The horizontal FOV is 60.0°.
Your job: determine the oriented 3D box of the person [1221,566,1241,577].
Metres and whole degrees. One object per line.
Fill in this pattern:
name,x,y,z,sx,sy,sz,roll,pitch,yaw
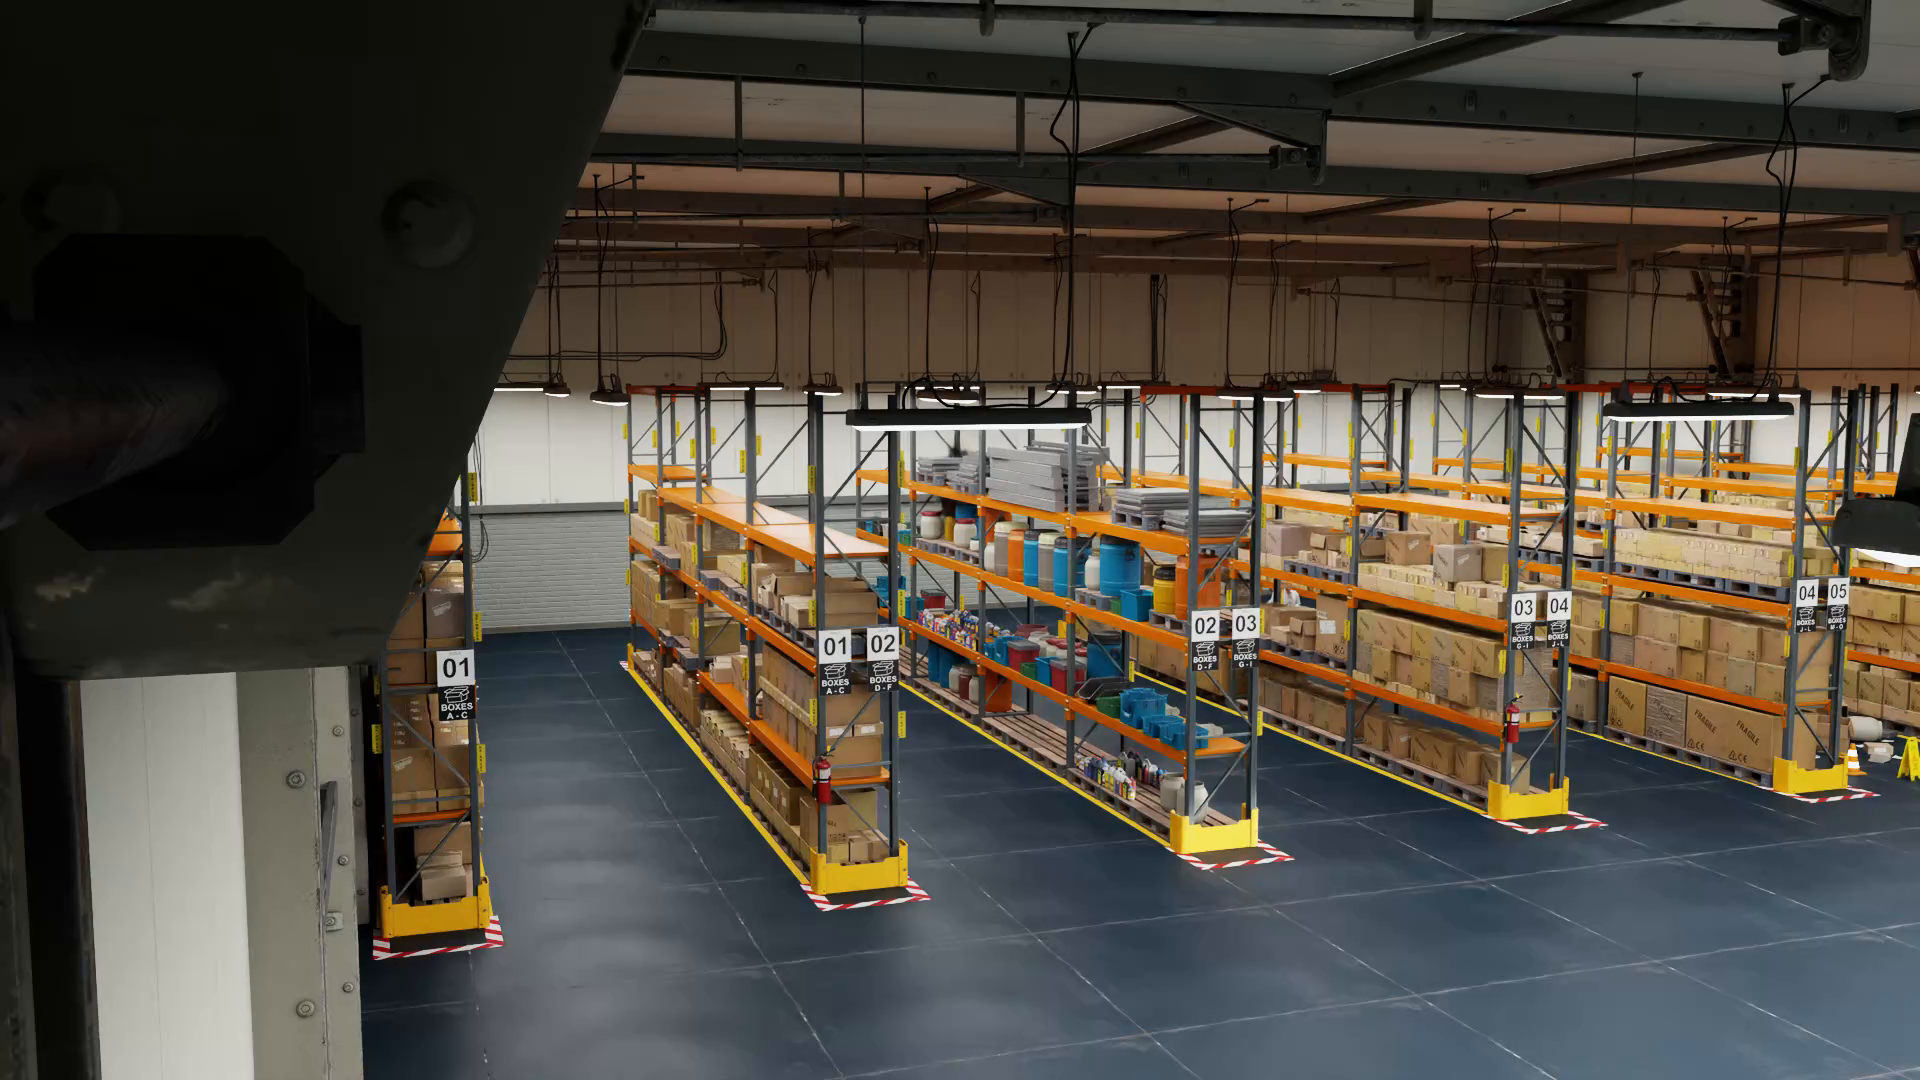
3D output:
person,6.509,1.341,41.031,0.678,1.588,0.798,-3,7,-27

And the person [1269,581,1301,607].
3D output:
person,7.148,1.724,36.268,0.693,1.746,0.654,-2,6,-18
